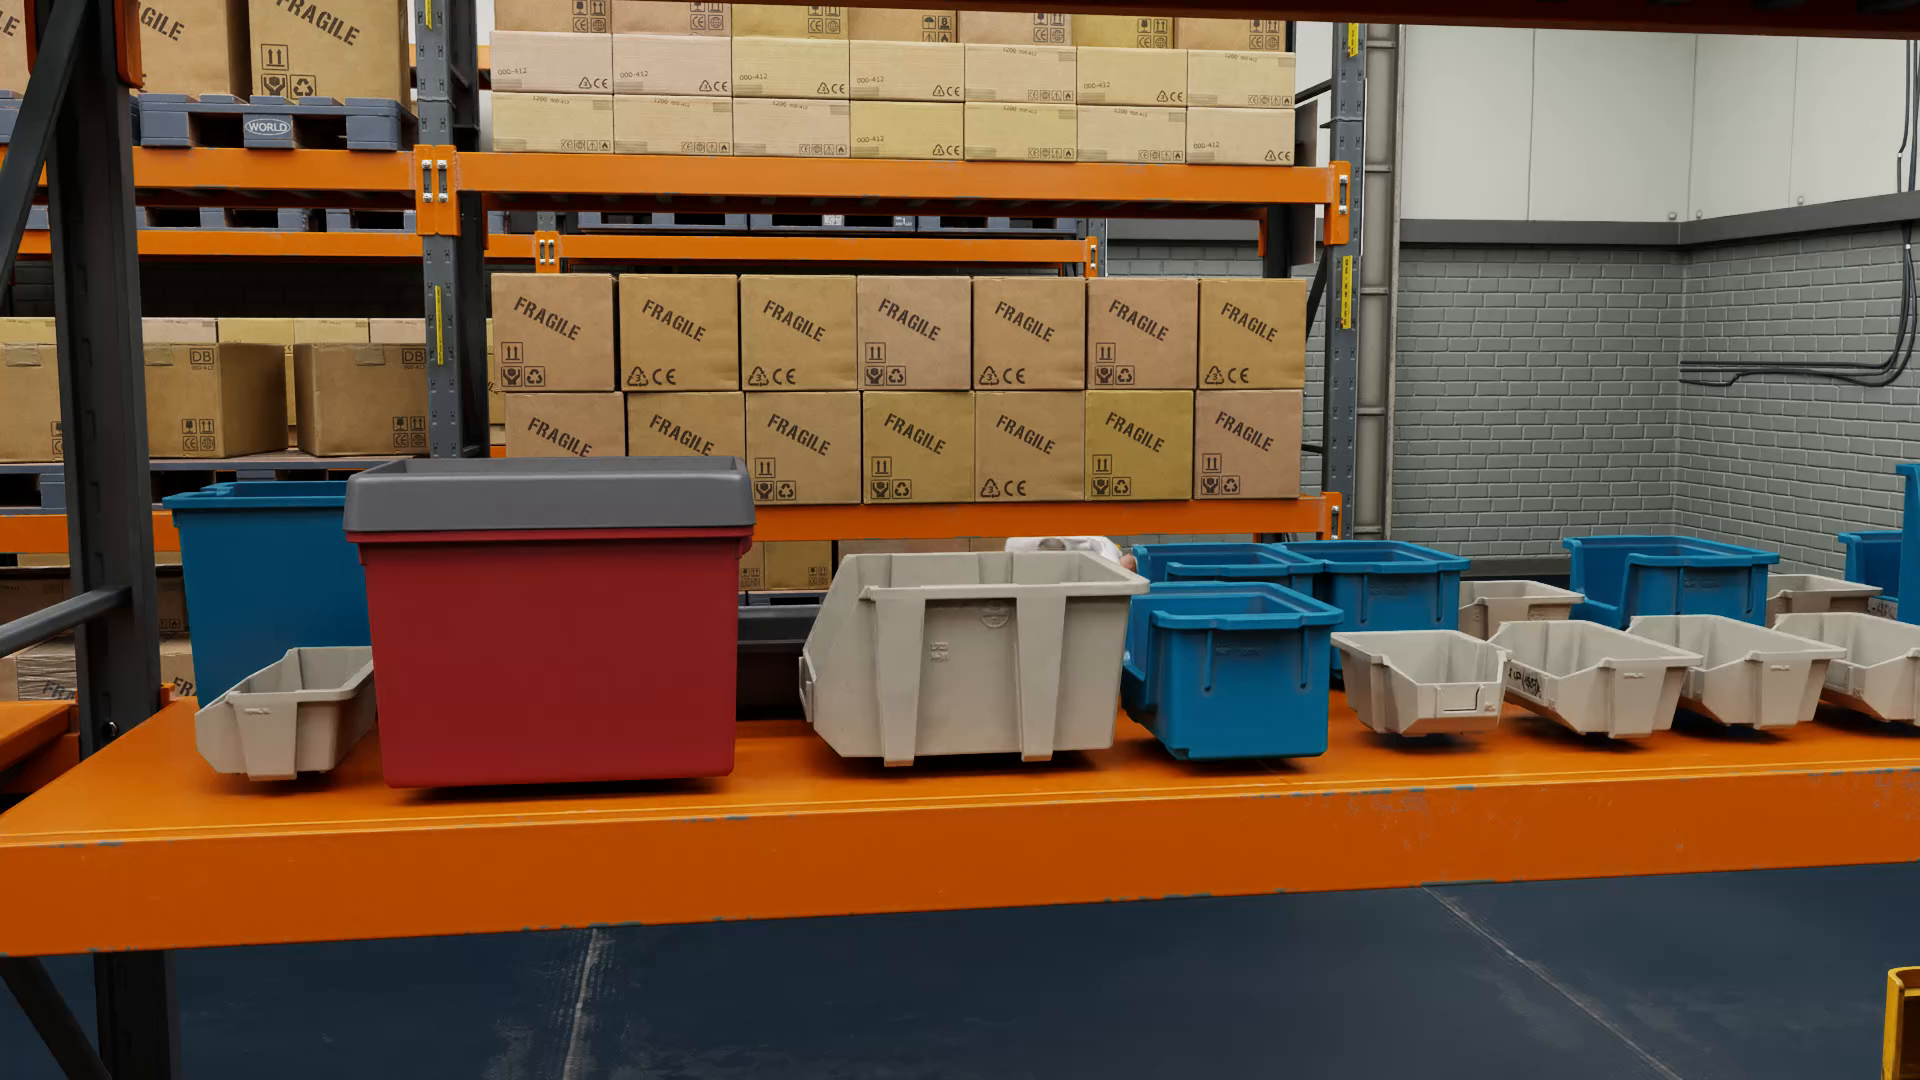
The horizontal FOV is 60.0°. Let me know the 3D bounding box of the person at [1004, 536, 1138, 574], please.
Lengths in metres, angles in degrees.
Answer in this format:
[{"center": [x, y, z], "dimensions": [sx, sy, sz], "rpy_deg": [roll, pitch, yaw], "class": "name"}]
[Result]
[{"center": [0.752, 0.342, 10.329], "dimensions": [0.949, 0.941, 0.529], "rpy_deg": [-1, 7, -11], "class": "person"}]
